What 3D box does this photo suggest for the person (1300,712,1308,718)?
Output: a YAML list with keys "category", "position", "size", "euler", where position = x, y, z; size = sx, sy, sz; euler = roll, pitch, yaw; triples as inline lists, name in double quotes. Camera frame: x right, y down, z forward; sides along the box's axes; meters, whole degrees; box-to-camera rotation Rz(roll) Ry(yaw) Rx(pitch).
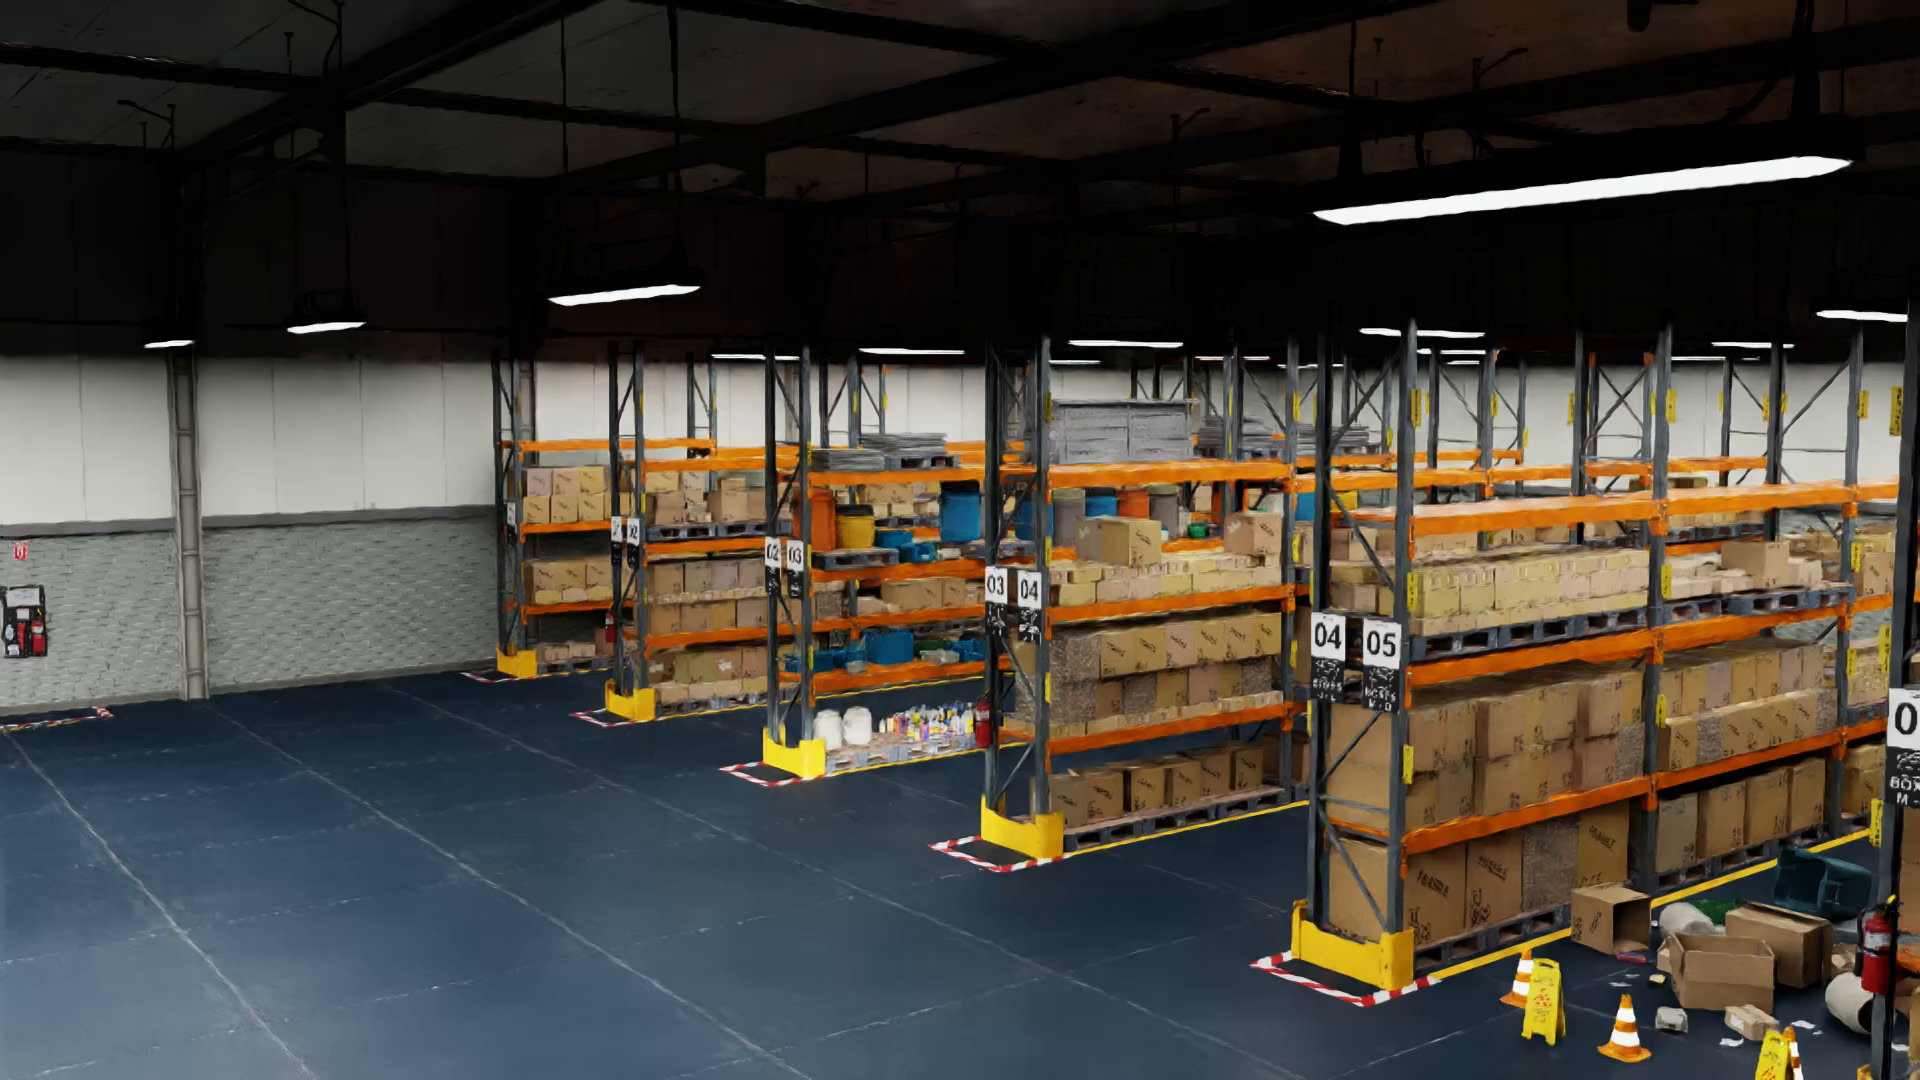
- category: "person"
  position: [5.644, 1.997, 26.637]
  size: [0.994, 1.616, 0.483]
  euler: [-5, 7, -45]
